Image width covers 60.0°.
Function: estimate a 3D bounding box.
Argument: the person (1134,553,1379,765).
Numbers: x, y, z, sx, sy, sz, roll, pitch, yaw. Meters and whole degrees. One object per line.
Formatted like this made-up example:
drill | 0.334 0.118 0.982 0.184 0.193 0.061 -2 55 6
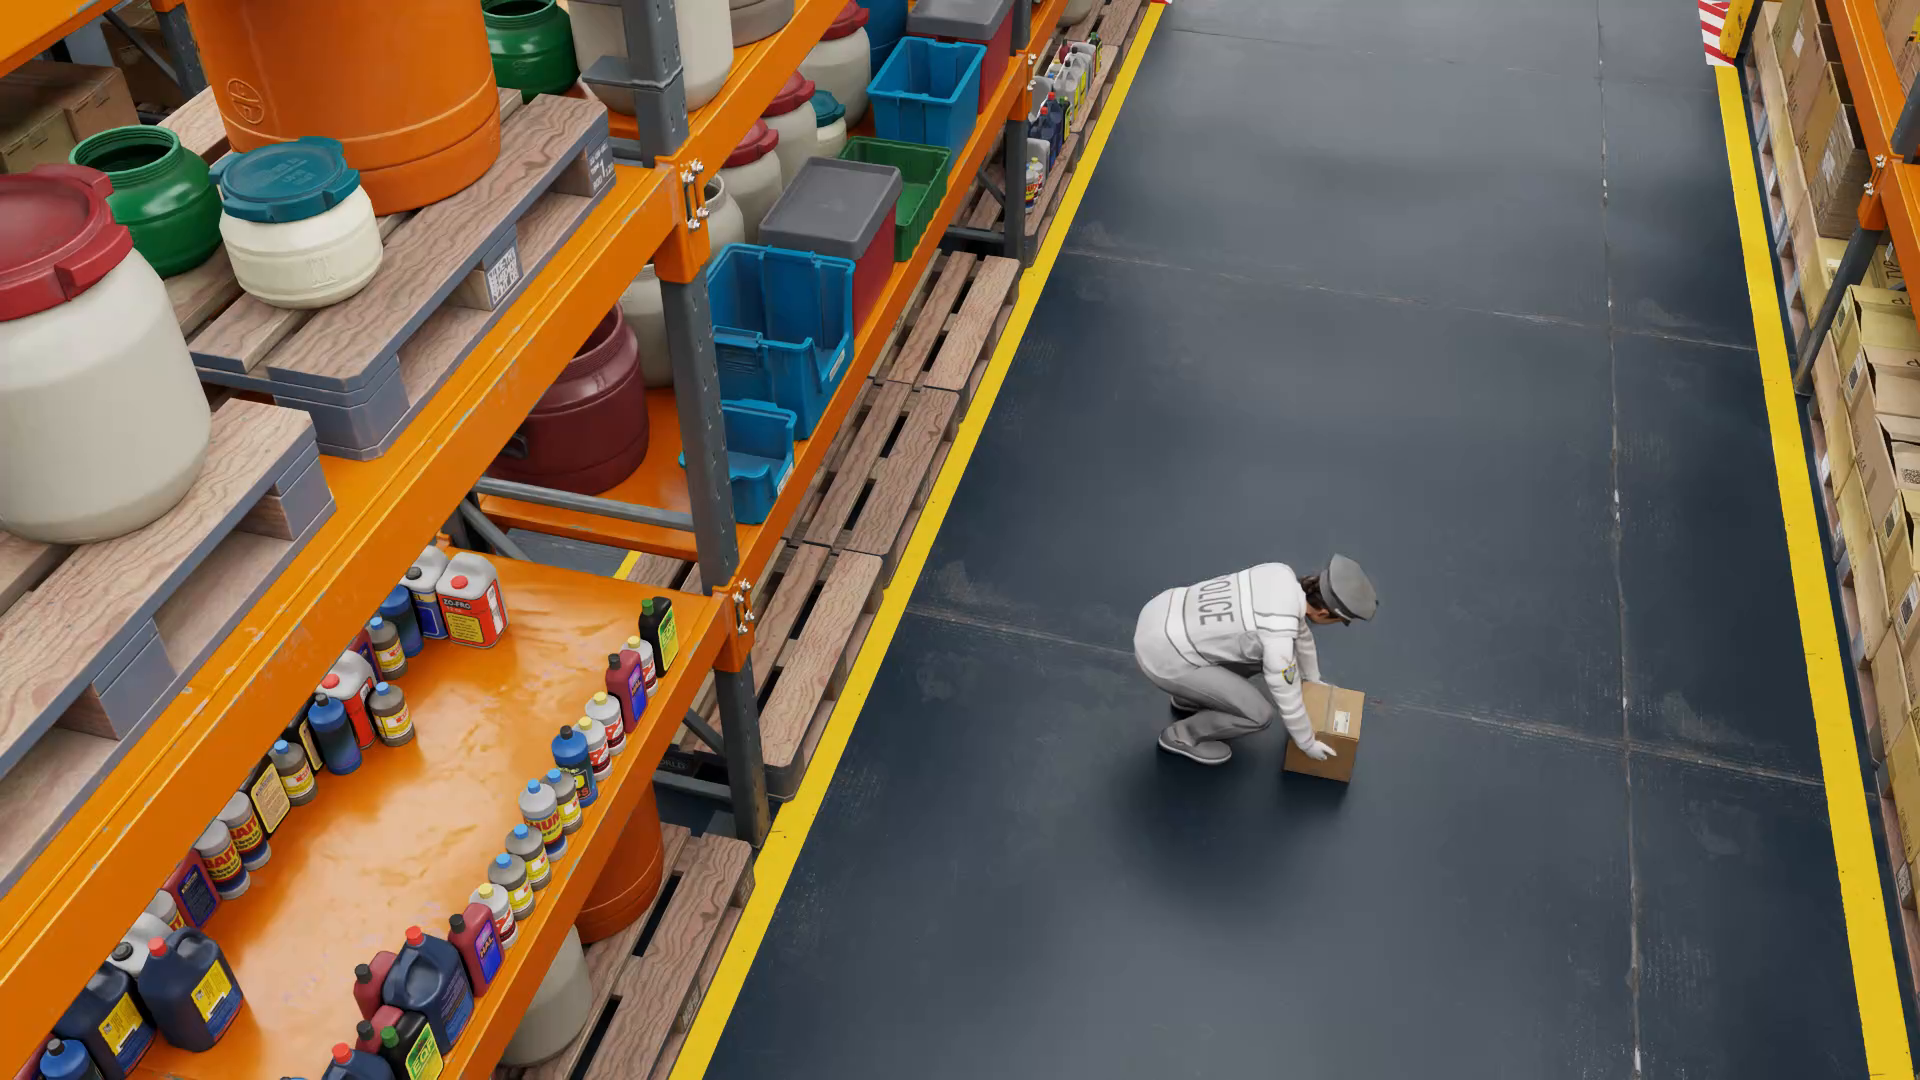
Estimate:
person | 1.088 0.418 6.256 0.854 0.914 0.483 10 42 11
